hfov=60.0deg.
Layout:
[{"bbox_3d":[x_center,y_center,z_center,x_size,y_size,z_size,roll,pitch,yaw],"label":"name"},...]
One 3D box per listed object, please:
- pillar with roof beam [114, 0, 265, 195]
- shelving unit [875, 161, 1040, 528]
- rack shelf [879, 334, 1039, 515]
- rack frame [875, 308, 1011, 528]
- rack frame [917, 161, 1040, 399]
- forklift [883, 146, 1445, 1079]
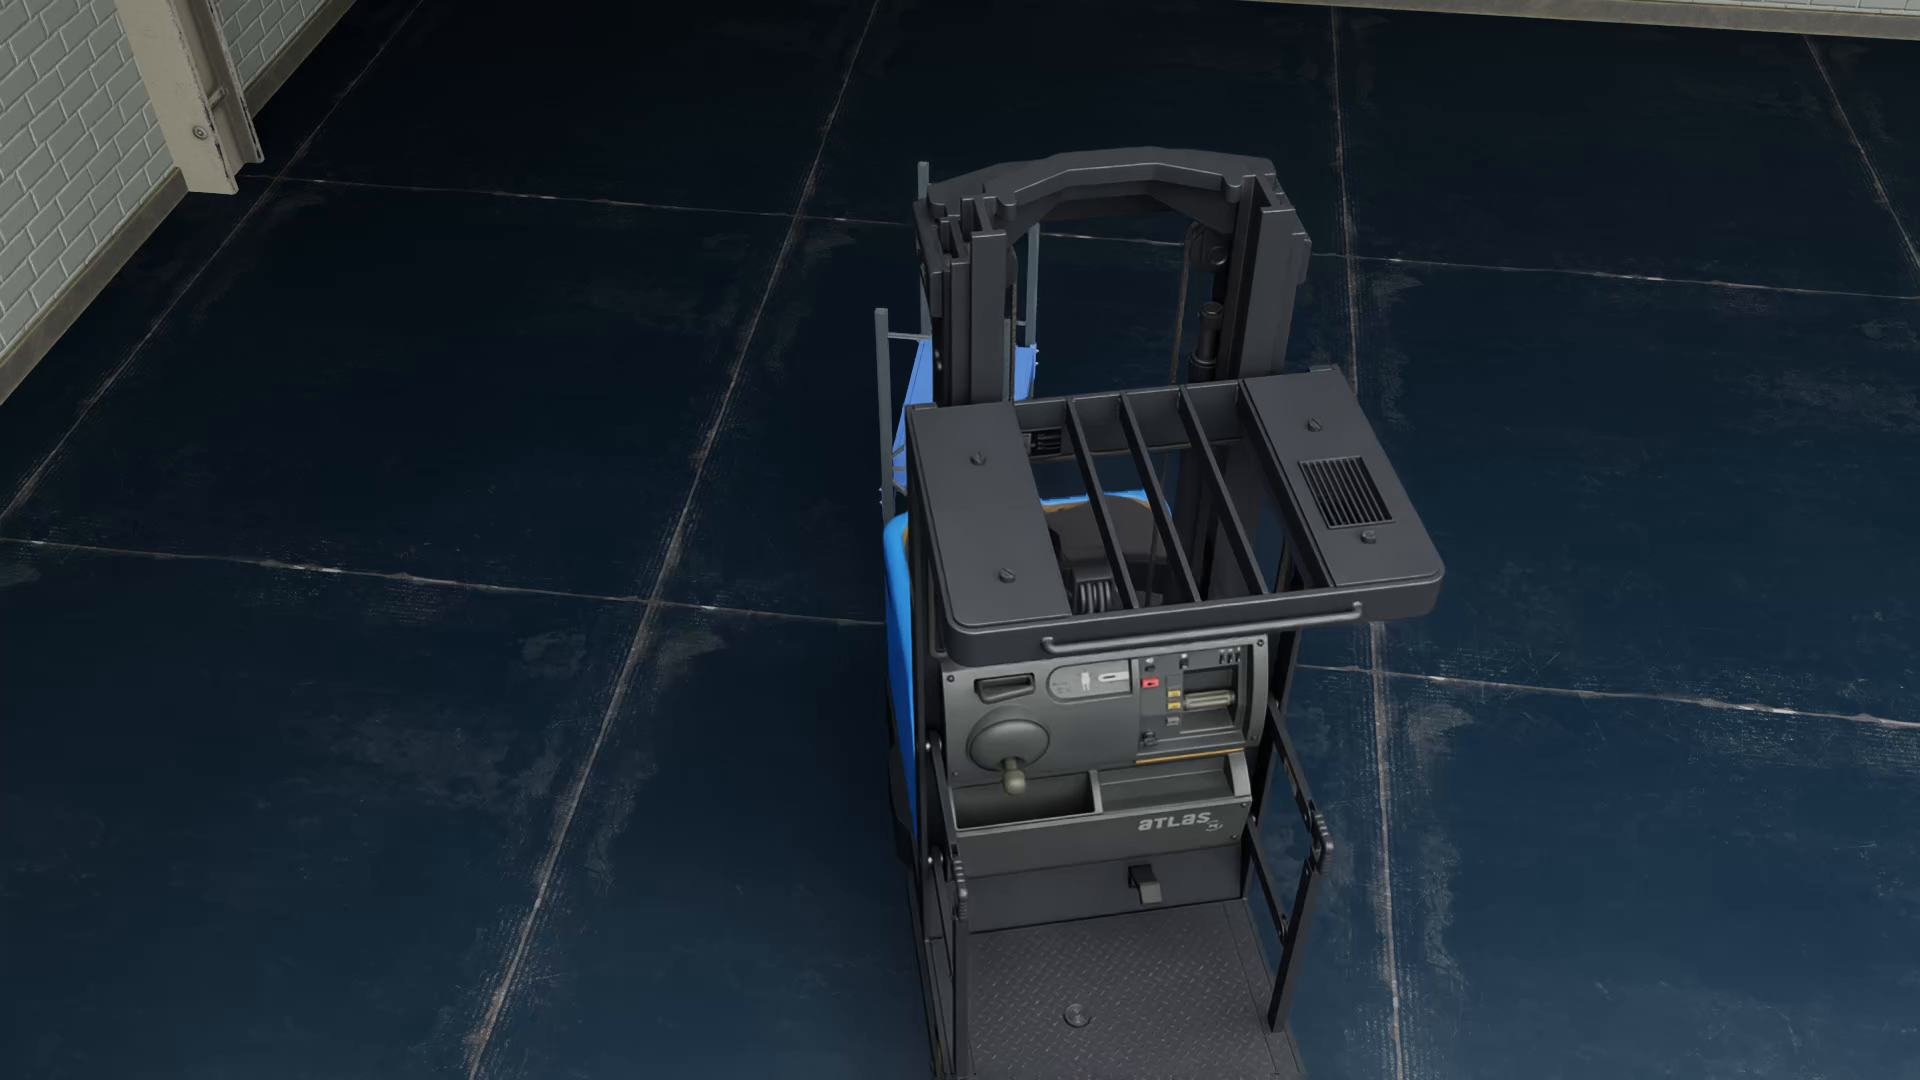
[{"bbox_3d":[0.077,-4.961,5.967,9.100,9.000,0.400,5,44,6],"label":"pillar with roof beam"},{"bbox_3d":[0.011,-0.603,6.818,0.538,1.500,1.048,5,44,6],"label":"shelving unit"},{"bbox_3d":[0.011,-0.472,6.942,0.538,0.185,1.000,5,44,6],"label":"rack shelf"},{"bbox_3d":[-0.056,-0.256,6.452,0.500,1.500,0.032,5,44,6],"label":"rack frame"},{"bbox_3d":[0.078,-0.949,7.184,0.500,1.500,0.032,5,44,6],"label":"rack frame"},{"bbox_3d":[0.448,0.573,4.536,1.130,2.935,3.031,-6,44,-6],"label":"forklift"}]
